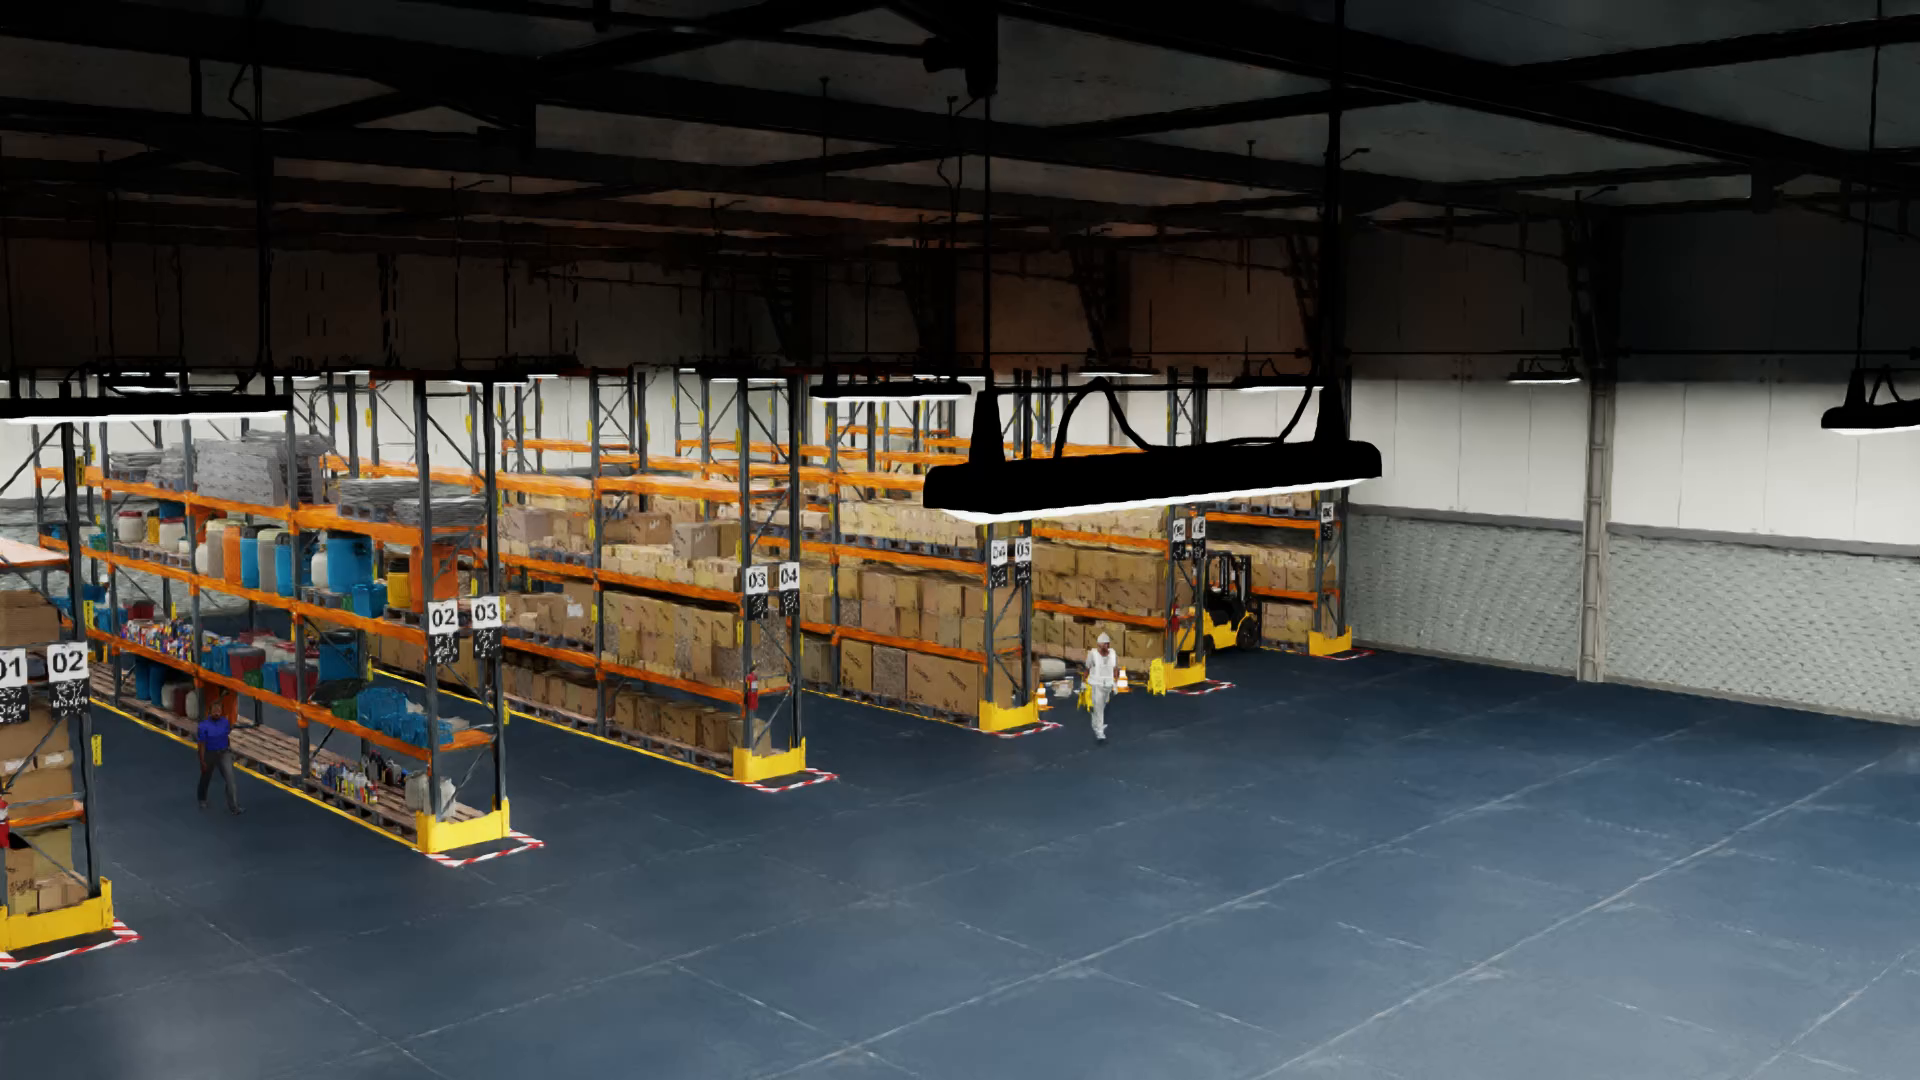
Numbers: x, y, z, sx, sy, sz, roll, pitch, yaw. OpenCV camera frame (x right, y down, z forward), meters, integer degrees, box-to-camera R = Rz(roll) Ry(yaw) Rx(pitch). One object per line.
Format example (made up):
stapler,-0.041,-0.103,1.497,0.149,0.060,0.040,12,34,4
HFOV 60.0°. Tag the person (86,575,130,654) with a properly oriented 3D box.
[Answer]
person,-17.925,1.563,34.757,0.843,1.702,0.708,4,7,29

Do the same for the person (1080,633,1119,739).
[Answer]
person,2.333,2.380,27.500,0.608,1.735,0.980,-3,7,-22

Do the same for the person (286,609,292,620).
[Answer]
person,-15.499,1.052,39.084,1.031,1.728,0.526,5,8,37

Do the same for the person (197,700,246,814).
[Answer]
person,-10.223,2.962,22.815,0.439,1.574,1.088,-6,9,-42
